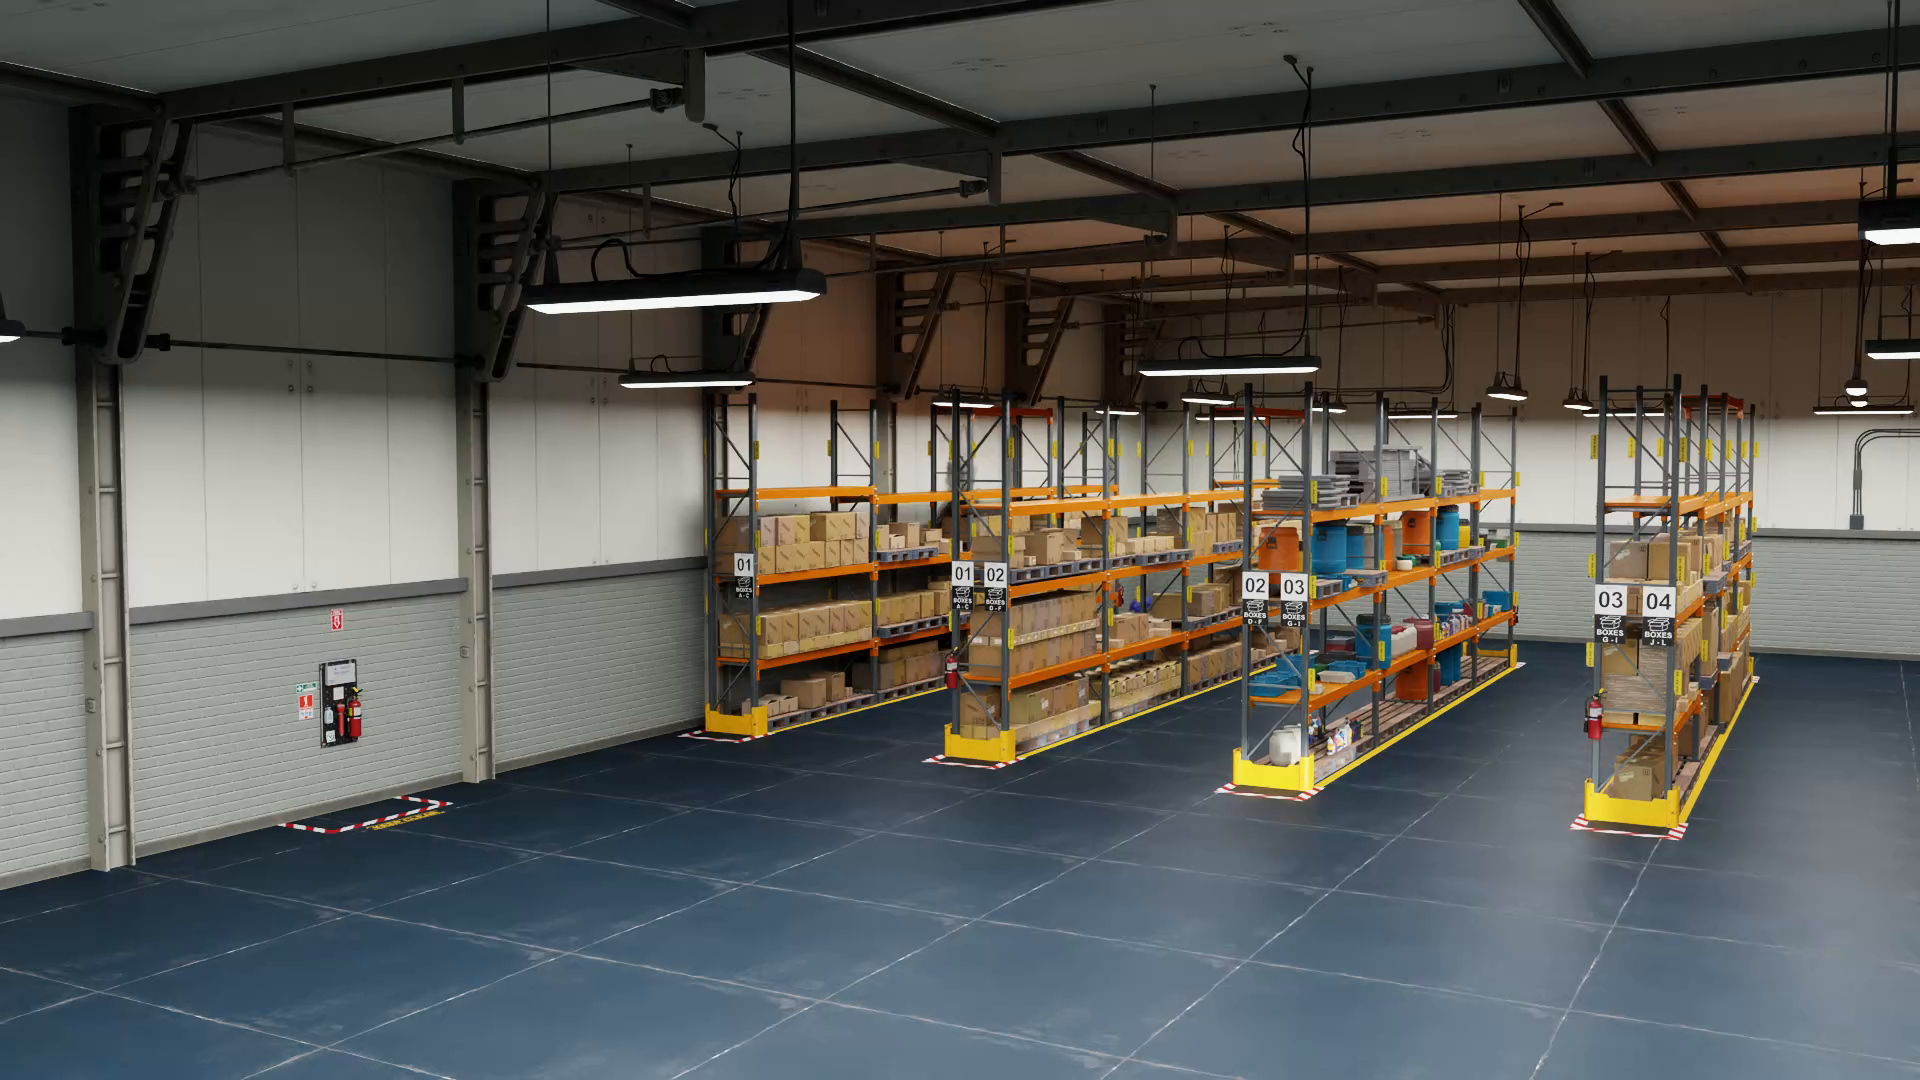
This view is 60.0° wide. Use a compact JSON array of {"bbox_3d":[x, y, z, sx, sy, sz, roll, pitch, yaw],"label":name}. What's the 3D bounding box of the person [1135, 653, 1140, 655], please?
[{"bbox_3d":[4.432,2.602,40.710,0.247,0.400,0.536,1,3,16],"label":"person"}]
